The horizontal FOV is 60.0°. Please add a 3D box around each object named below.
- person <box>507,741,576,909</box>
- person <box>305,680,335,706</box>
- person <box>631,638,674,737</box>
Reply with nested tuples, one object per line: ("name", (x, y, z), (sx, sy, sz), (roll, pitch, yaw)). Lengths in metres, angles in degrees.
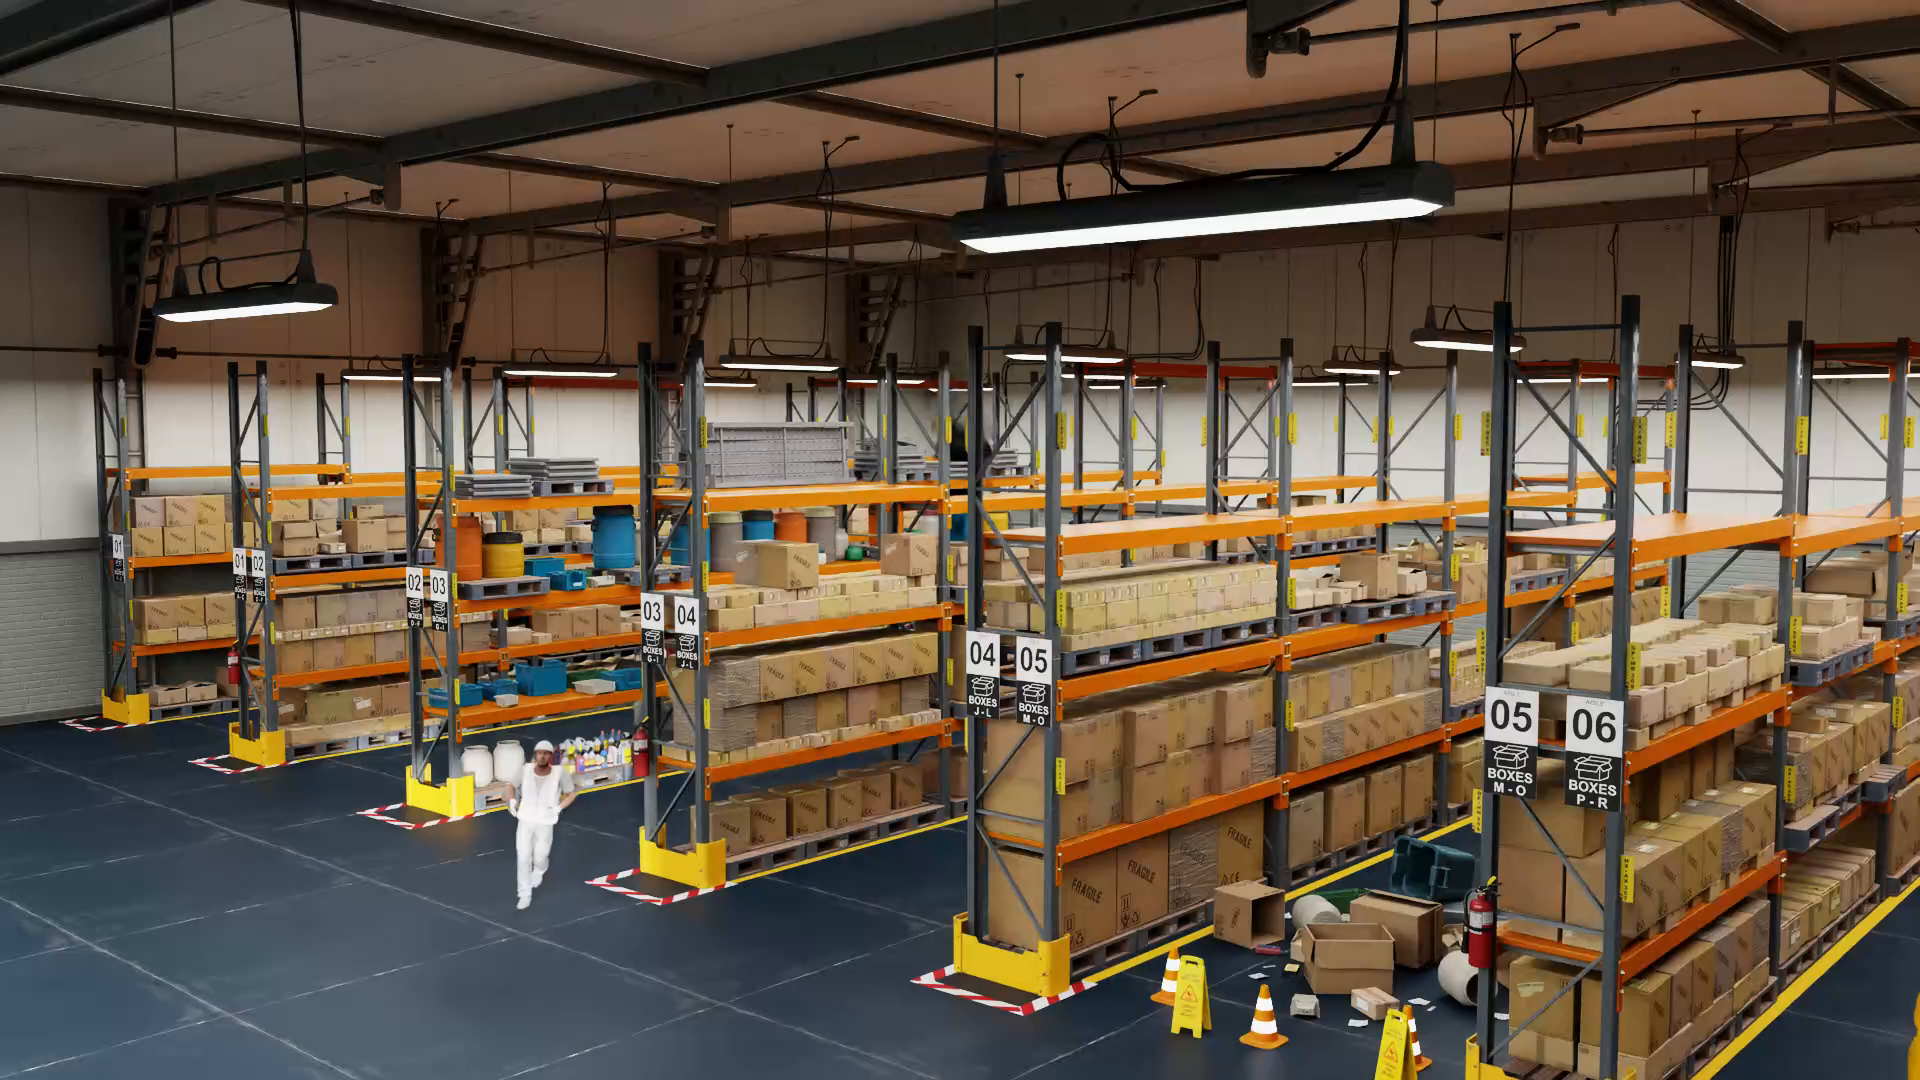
("person", (-4.490, 3.002, 17.837), (0.729, 1.734, 0.743), (0, 4, -2))
("person", (-10.612, 2.276, 27.540), (0.650, 1.732, 0.566), (3, 5, 33))
("person", (-5.014, 2.330, 26.930), (0.599, 1.668, 0.937), (3, 5, 32))
